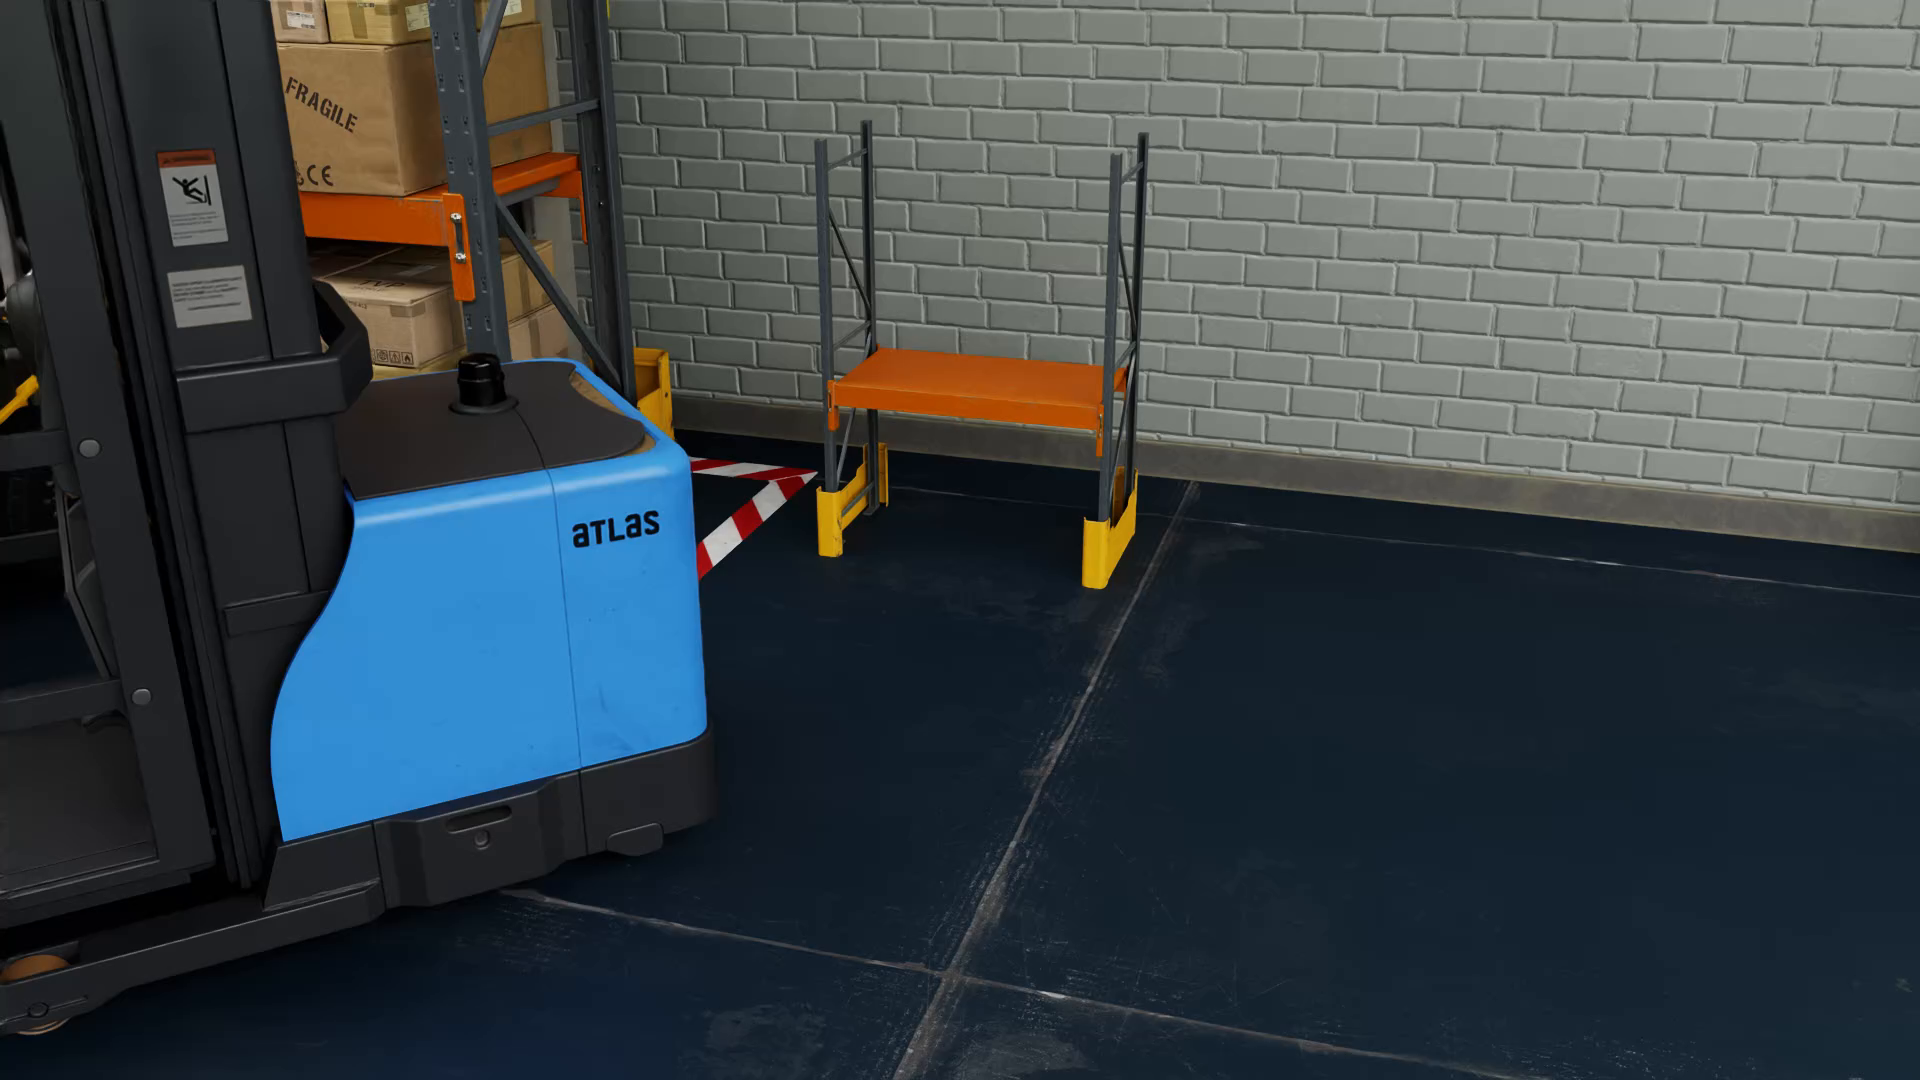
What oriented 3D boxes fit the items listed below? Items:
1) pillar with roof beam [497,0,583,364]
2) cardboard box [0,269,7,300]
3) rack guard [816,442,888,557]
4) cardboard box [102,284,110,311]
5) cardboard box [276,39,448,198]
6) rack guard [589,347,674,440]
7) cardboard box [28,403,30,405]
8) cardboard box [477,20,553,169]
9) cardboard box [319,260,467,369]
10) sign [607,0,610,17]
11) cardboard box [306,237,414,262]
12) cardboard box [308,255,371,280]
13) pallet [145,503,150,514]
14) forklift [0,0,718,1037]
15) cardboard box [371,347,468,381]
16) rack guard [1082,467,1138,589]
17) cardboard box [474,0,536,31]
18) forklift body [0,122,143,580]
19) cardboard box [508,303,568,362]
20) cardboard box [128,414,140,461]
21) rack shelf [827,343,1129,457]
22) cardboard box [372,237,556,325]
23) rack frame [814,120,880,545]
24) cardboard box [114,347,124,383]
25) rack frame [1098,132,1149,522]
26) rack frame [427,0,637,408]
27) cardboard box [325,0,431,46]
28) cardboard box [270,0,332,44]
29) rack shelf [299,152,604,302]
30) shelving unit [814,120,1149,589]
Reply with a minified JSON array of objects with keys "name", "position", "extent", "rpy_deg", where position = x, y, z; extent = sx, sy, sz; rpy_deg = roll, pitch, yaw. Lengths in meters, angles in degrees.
[{"name":"pillar with roof beam","position":[-3.187,-3.131,2.044],"extent":[0.400,9.000,9.100],"rpy_deg":[7,23,16]},{"name":"cardboard box","position":[-3.527,-1.001,6.510],"extent":[0.500,0.250,0.500],"rpy_deg":[6,23,14]},{"name":"rack guard","position":[-0.404,-0.162,6.335],"extent":[0.087,0.250,0.587],"rpy_deg":[7,23,16]},{"name":"cardboard box","position":[-3.044,-0.943,6.368],"extent":[0.500,0.250,0.500],"rpy_deg":[7,23,16]},{"name":"cardboard box","position":[-2.084,-1.520,5.892],"extent":[0.500,0.500,0.500],"rpy_deg":[6,23,14]},{"name":"rack guard","position":[-1.514,-0.356,6.480],"extent":[0.348,0.500,1.175],"rpy_deg":[7,23,16]},{"name":"cardboard box","position":[-3.531,-0.539,6.701],"extent":[0.500,0.250,0.500],"rpy_deg":[7,23,17]},{"name":"cardboard box","position":[-1.931,-1.717,6.371],"extent":[0.500,0.500,0.500],"rpy_deg":[7,23,17]},{"name":"cardboard box","position":[-2.068,-0.837,6.111],"extent":[0.500,0.250,0.500],"rpy_deg":[7,23,17]},{"name":"sign","position":[-1.371,-2.153,6.322],"extent":[0.005,0.325,0.100],"rpy_deg":[7,23,16]},{"name":"cardboard box","position":[-2.422,-1.075,6.690],"extent":[0.500,0.250,0.500],"rpy_deg":[7,23,16]},{"name":"cardboard box","position":[-2.558,-0.891,6.242],"extent":[0.500,0.250,0.500],"rpy_deg":[7,23,16]},{"name":"pallet","position":[-3.445,-0.428,7.036],"extent":[1.213,0.211,1.003],"rpy_deg":[7,23,15]},{"name":"forklift","position":[-2.179,-0.470,3.554],"extent":[3.031,2.935,1.130],"rpy_deg":[-12,25,-26]},{"name":"cardboard box","position":[-2.093,-0.609,6.212],"extent":[0.500,0.250,0.500],"rpy_deg":[6,23,15]},{"name":"rack guard","position":[0.550,-0.053,6.069],"extent":[0.087,0.250,0.587],"rpy_deg":[7,23,16]},{"name":"cardboard box","position":[-1.787,-1.993,6.190],"extent":[0.250,0.149,0.380],"rpy_deg":[6,23,14]},{"name":"forklift body","position":[-3.879,-0.668,5.064],"extent":[1.214,2.155,2.313],"rpy_deg":[7,23,16]},{"name":"cardboard box","position":[-1.927,-0.796,6.668],"extent":[0.500,0.250,0.500],"rpy_deg":[7,23,16]},{"name":"cardboard box","position":[-3.028,-0.490,6.582],"extent":[0.500,0.250,0.500],"rpy_deg":[7,23,16]},{"name":"rack shelf","position":[0.082,-0.518,6.031],"extent":[1.000,0.185,0.538],"rpy_deg":[7,23,16]},{"name":"cardboard box","position":[-1.942,-1.021,6.560],"extent":[0.500,0.250,0.500],"rpy_deg":[6,23,15]},{"name":"rack frame","position":[-0.405,-0.740,6.098],"extent":[0.032,1.500,0.500],"rpy_deg":[7,23,16]},{"name":"cardboard box","position":[-3.071,-0.716,6.475],"extent":[0.500,0.250,0.500],"rpy_deg":[6,23,14]},{"name":"rack frame","position":[0.568,-0.629,5.827],"extent":[0.032,1.500,0.500],"rpy_deg":[7,23,16]},{"name":"rack frame","position":[-1.537,-1.515,6.012],"extent":[0.127,3.000,1.000],"rpy_deg":[7,23,16]},{"name":"cardboard box","position":[-1.950,-1.798,5.714],"extent":[0.250,0.149,0.380],"rpy_deg":[7,23,16]},{"name":"cardboard box","position":[-2.203,-1.815,5.756],"extent":[0.250,0.149,0.380],"rpy_deg":[7,23,16]},{"name":"rack shelf","position":[-3.452,-1.402,6.683],"extent":[4.000,0.370,1.077],"rpy_deg":[7,23,16]},{"name":"shelving unit","position":[0.073,-0.686,5.965],"extent":[1.083,1.500,0.587],"rpy_deg":[7,23,16]}]
